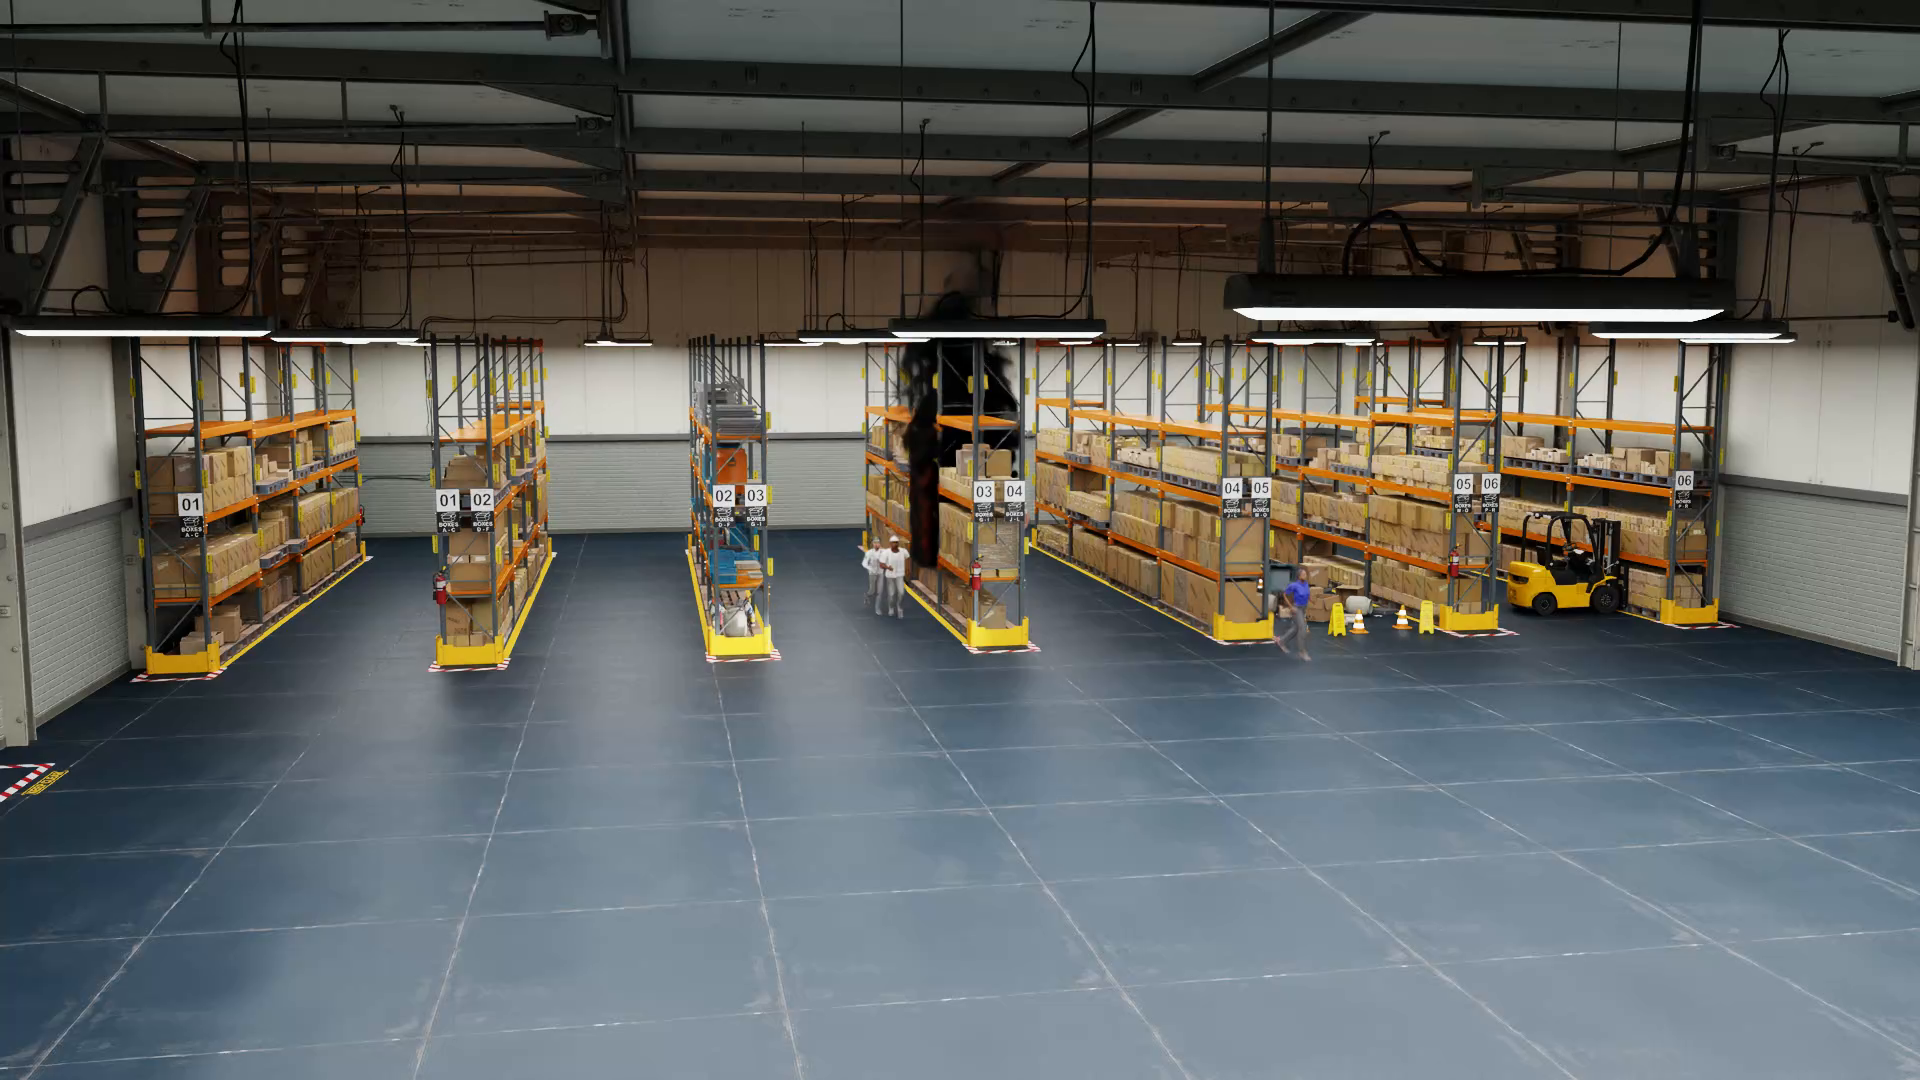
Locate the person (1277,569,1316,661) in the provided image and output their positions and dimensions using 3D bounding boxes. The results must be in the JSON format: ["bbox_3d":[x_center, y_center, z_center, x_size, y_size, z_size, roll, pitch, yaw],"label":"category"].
[{"bbox_3d":[6.260,1.363,30.932,0.815,1.693,0.576,6,9,44],"label":"person"}]

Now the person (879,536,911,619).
[{"bbox_3d":[-1.365,0.810,35.426,0.718,1.816,0.722,-1,7,-10],"label":"person"}]

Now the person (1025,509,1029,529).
[{"bbox_3d":[1.555,-0.299,45.117,0.683,1.822,0.718,-1,7,-7],"label":"person"}]

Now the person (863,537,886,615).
[{"bbox_3d":[-1.827,0.751,36.303,0.624,1.695,0.781,-2,7,-17],"label":"person"}]

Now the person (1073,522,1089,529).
[{"bbox_3d":[3.616,-0.812,49.493,0.700,1.803,0.709,6,9,44],"label":"person"}]
